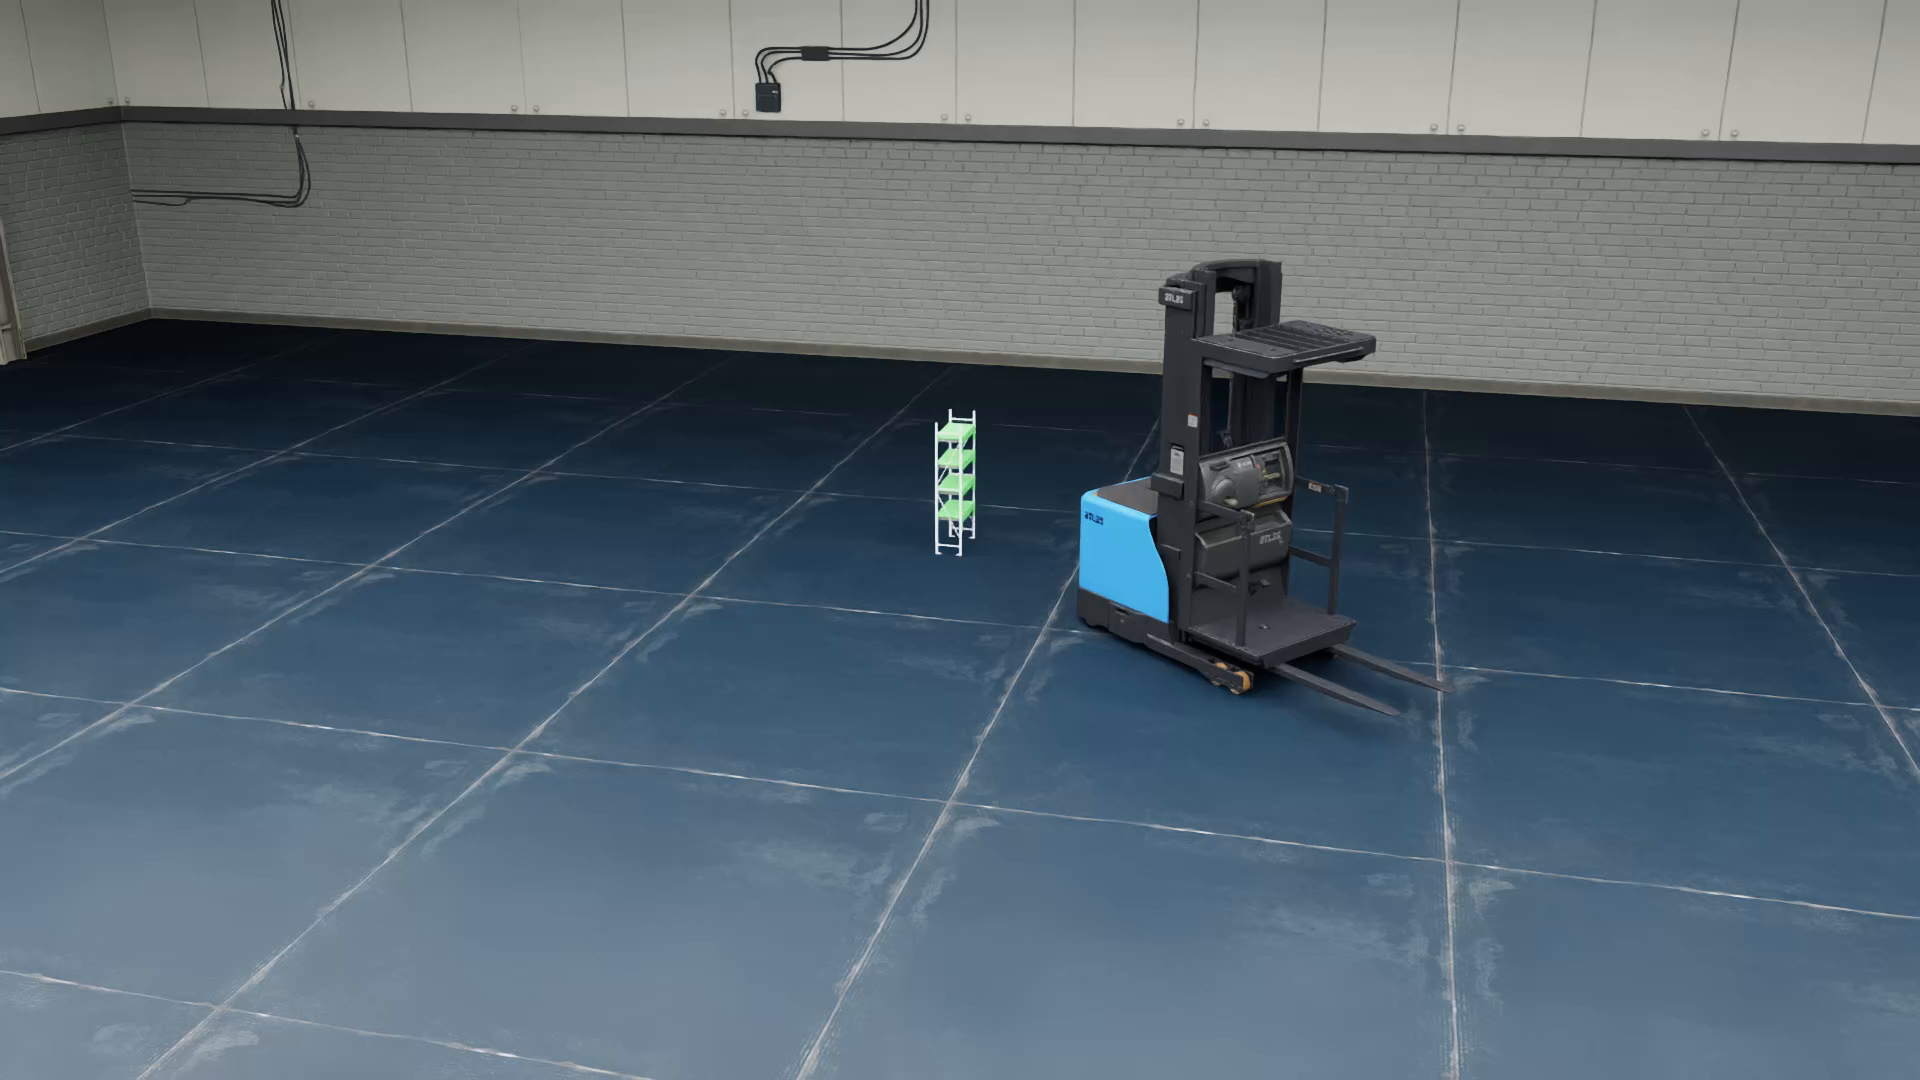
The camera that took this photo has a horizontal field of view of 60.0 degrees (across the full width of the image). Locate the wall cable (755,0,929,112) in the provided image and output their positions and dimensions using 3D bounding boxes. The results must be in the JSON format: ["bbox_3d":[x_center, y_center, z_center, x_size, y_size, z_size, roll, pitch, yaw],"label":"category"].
[{"bbox_3d":[-1.517,-8.324,20.373,2.305,6.003,0.169,5,19,13],"label":"wall cable"}]

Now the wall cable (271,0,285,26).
[{"bbox_3d":[-8.096,-8.176,22.192,3.097,2.526,0.112,5,19,13],"label":"wall cable"}]

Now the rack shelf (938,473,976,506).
[{"bbox_3d":[-0.040,-0.455,14.862,0.258,0.148,0.480,5,19,13],"label":"rack shelf"}]

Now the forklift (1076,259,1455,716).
[{"bbox_3d":[2.227,-0.460,12.001,1.130,2.935,3.031,-14,23,-35],"label":"forklift"}]

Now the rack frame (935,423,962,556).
[{"bbox_3d":[-0.100,-0.439,14.618,0.240,1.200,0.015,5,19,13],"label":"rack frame"}]

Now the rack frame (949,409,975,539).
[{"bbox_3d":[0.019,-0.592,15.066,0.240,1.200,0.015,5,19,13],"label":"rack frame"}]

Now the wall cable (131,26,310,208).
[{"bbox_3d":[-10.719,-5.999,23.634,3.097,2.526,0.112,5,19,13],"label":"wall cable"}]

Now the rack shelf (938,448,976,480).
[{"bbox_3d":[-0.040,-0.683,14.785,0.258,0.148,0.480,5,19,13],"label":"rack shelf"}]

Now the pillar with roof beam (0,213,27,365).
[{"bbox_3d":[-8.547,-6.310,19.739,9.100,9.000,0.400,5,19,13],"label":"pillar with roof beam"}]

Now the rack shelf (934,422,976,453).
[{"bbox_3d":[-0.040,-0.910,14.707,0.258,0.148,0.480,5,19,13],"label":"rack shelf"}]

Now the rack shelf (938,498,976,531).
[{"bbox_3d":[-0.040,-0.228,14.940,0.258,0.148,0.480,5,19,13],"label":"rack shelf"}]

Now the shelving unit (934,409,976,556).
[{"bbox_3d":[-0.040,-0.516,14.842,0.258,1.200,0.503,5,19,13],"label":"shelving unit"}]
